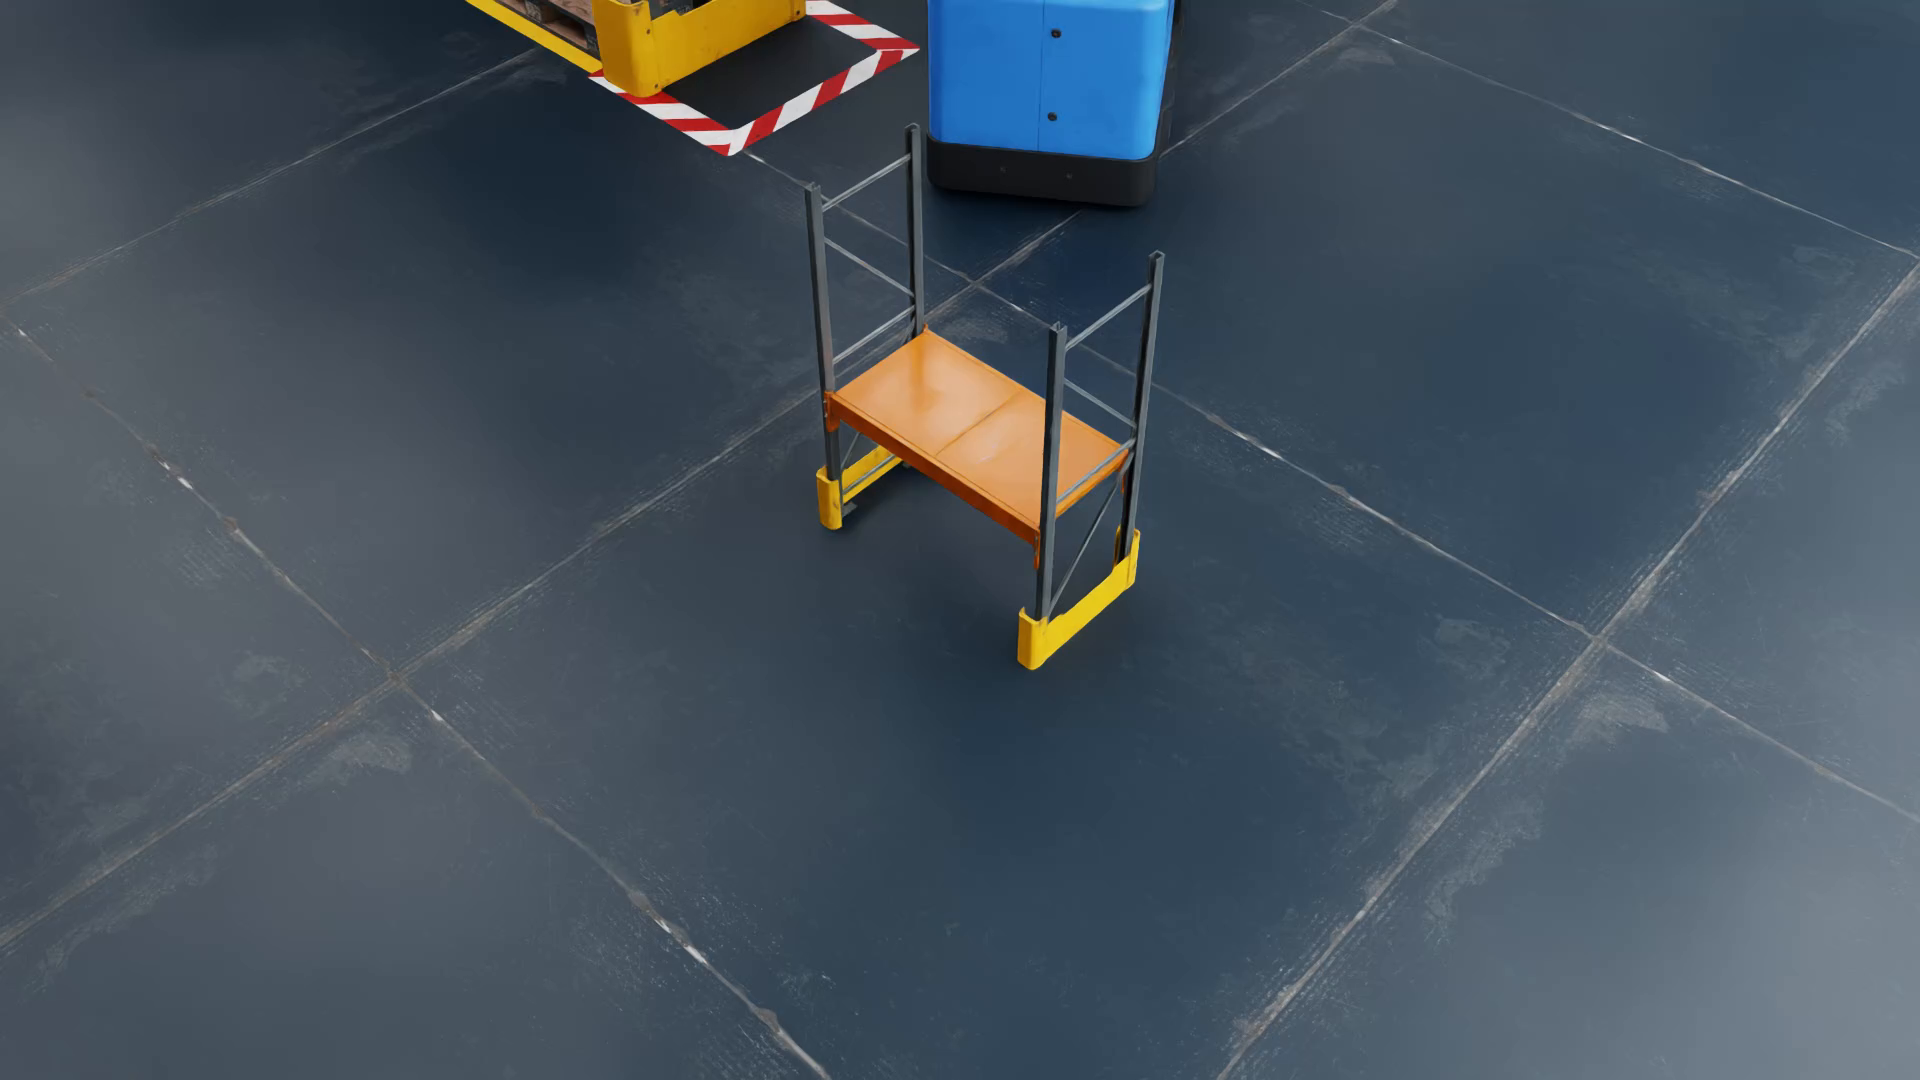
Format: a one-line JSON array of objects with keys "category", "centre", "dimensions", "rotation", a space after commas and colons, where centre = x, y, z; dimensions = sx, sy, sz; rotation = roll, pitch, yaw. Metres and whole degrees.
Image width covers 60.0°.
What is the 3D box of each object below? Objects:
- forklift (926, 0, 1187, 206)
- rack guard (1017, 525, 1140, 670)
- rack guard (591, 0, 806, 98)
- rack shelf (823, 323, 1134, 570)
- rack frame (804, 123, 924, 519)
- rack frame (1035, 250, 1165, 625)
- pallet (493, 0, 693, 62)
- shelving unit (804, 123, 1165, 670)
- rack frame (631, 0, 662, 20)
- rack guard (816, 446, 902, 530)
[{"category": "forklift", "centre": [0.598, -3.614, 7.633], "dimensions": [1.130, 2.935, 3.031], "rotation": [7, 47, 6]}, {"category": "rack guard", "centre": [0.422, 0.198, 5.892], "dimensions": [0.087, 0.250, 0.587], "rotation": [34, 55, 28]}, {"category": "rack guard", "centre": [-1.318, -2.765, 8.503], "dimensions": [0.348, 0.500, 1.175], "rotation": [34, 55, 28]}, {"category": "rack shelf", "centre": [0.063, -0.348, 5.795], "dimensions": [1.000, 0.185, 0.538], "rotation": [34, 55, 28]}, {"category": "rack frame", "centre": [-0.311, -0.723, 5.900], "dimensions": [0.032, 1.500, 0.500], "rotation": [34, 55, 28]}, {"category": "rack frame", "centre": [0.436, -0.220, 5.428], "dimensions": [0.032, 1.500, 0.500], "rotation": [34, 55, 28]}, {"category": "pallet", "centre": [-1.911, -3.070, 8.988], "dimensions": [1.213, 0.211, 1.003], "rotation": [34, 55, 28]}, {"category": "shelving unit", "centre": [0.056, -0.476, 5.668], "dimensions": [1.083, 1.500, 0.587], "rotation": [34, 55, 28]}, {"category": "rack frame", "centre": [-1.230, -3.608, 7.580], "dimensions": [0.127, 3.000, 1.000], "rotation": [34, 55, 28]}, {"category": "rack guard", "centre": [-0.310, -0.294, 6.355], "dimensions": [0.087, 0.250, 0.587], "rotation": [34, 55, 28]}]
